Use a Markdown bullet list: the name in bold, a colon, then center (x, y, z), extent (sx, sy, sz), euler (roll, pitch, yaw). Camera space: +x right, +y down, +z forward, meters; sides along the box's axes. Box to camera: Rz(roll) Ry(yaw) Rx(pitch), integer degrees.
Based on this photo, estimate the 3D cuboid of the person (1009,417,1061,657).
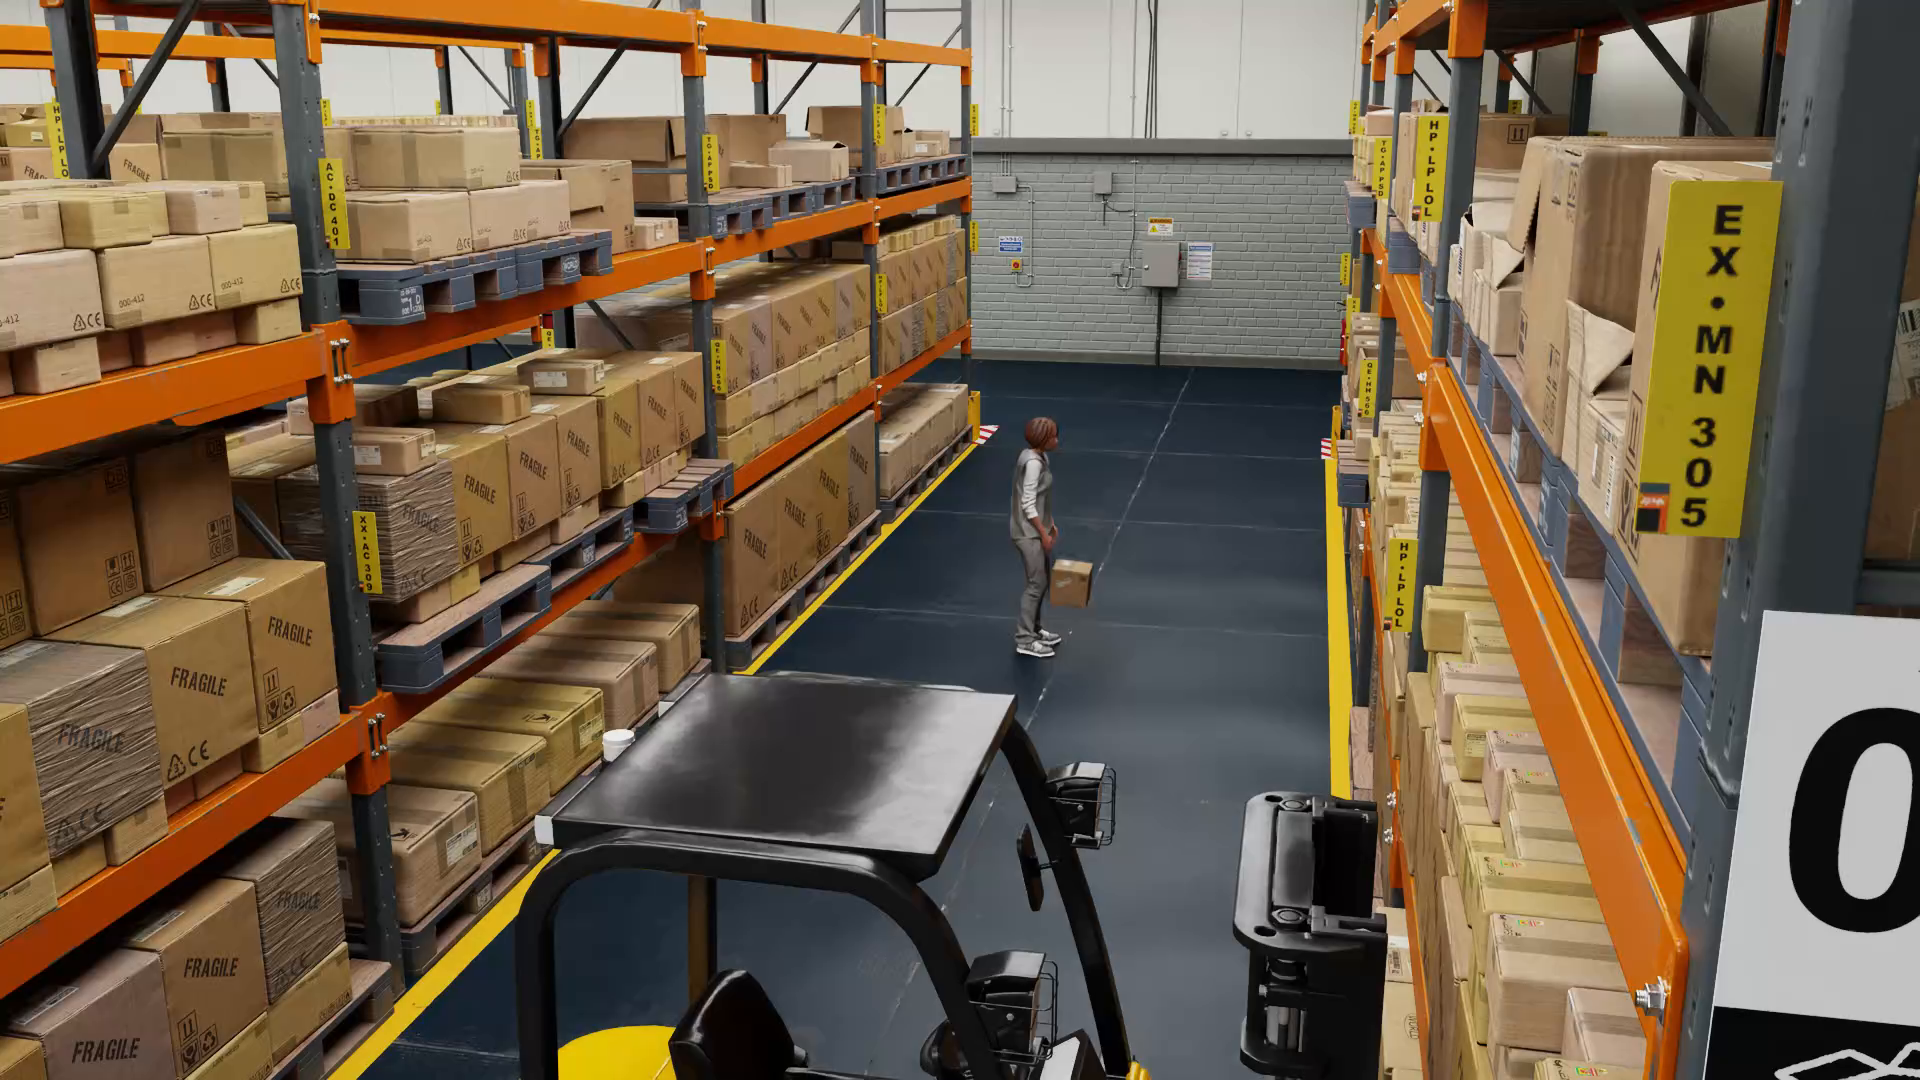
- **person**: center (0.507, -0.038, 11.168), extent (0.341, 1.598, 0.452), euler (3, 15, 10)
